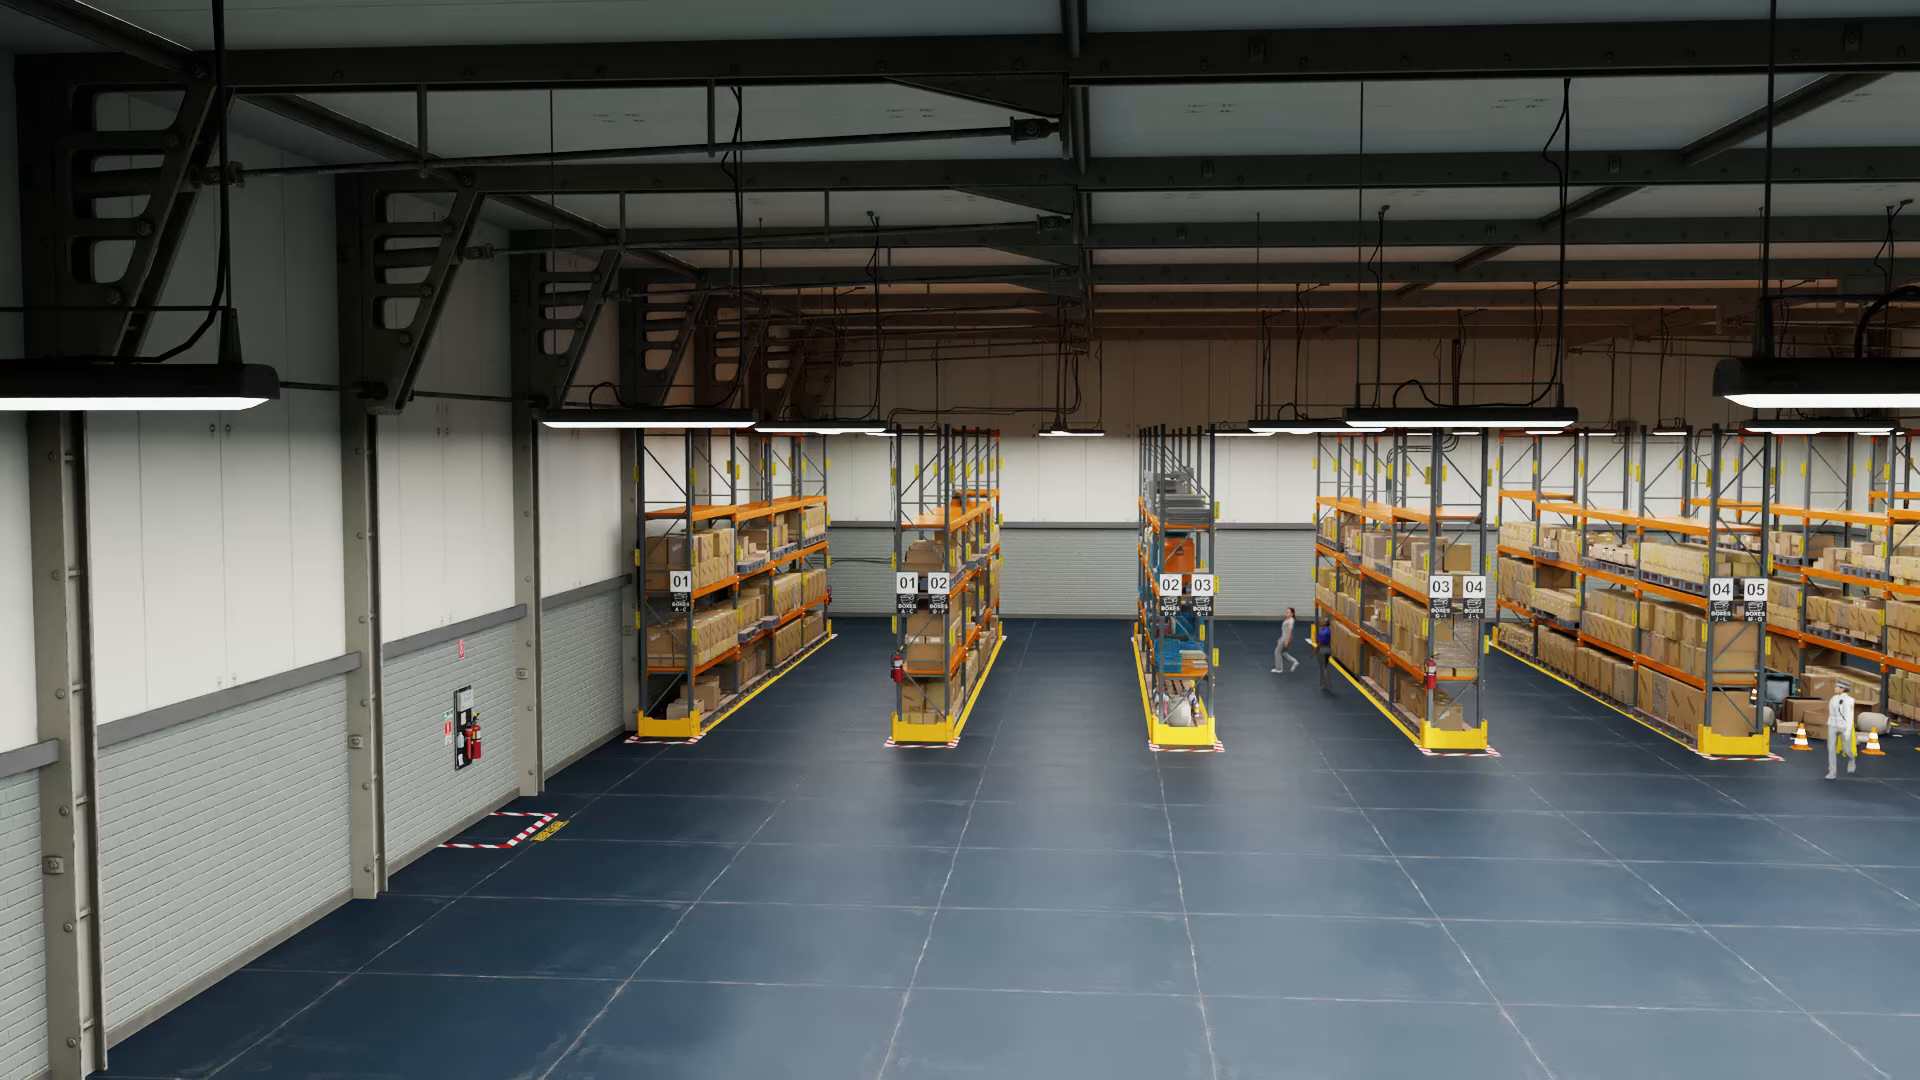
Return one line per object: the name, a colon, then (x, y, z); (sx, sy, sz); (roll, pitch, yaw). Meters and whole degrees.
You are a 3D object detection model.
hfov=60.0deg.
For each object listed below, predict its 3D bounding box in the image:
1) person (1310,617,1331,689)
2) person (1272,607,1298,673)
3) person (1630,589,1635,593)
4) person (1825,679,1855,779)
person: (8.261, 2.616, 37.940); (0.505, 1.716, 0.594); (-2, 4, -34)
person: (7.943, 2.449, 40.643); (0.647, 1.616, 0.451); (1, 4, 17)
person: (17.736, 2.177, 43.831); (0.596, 1.790, 0.383); (-3, 5, -40)
person: (14.857, 3.168, 28.021); (0.431, 1.673, 0.696); (3, 5, 44)
